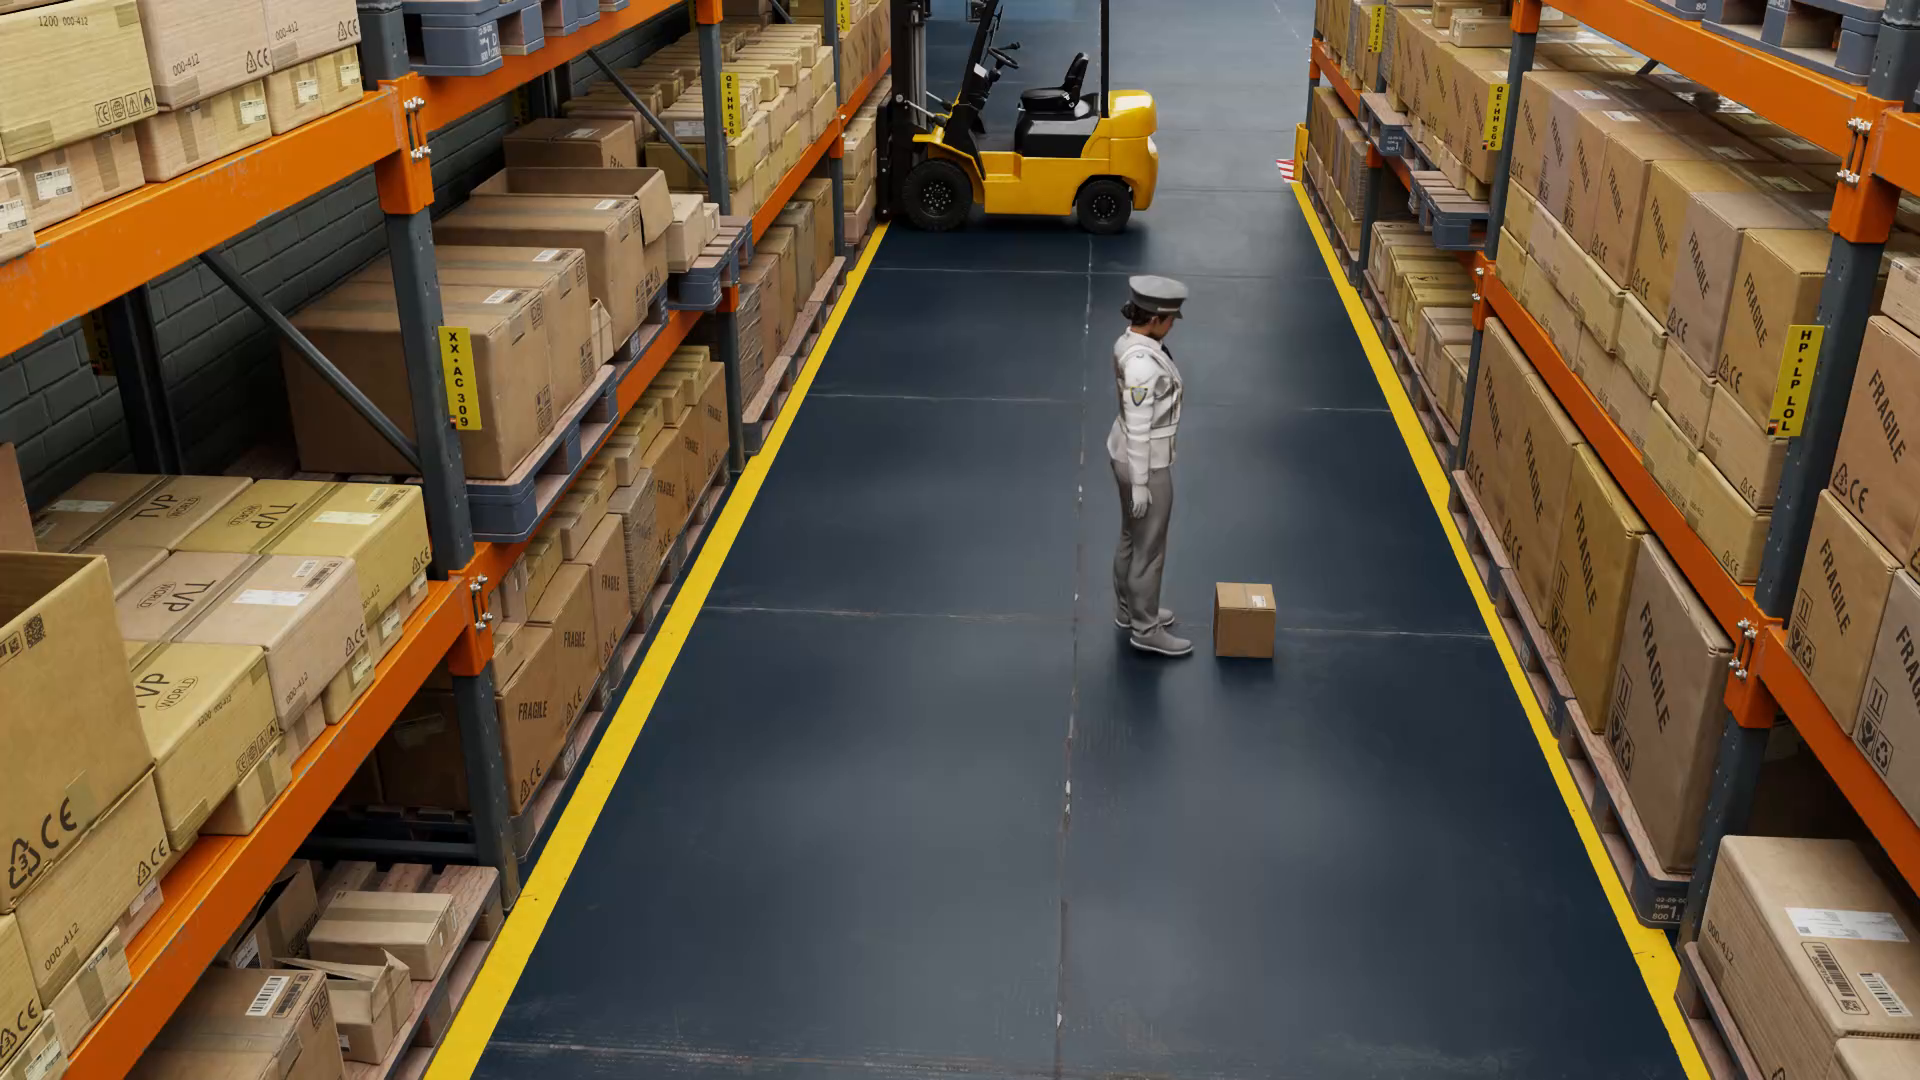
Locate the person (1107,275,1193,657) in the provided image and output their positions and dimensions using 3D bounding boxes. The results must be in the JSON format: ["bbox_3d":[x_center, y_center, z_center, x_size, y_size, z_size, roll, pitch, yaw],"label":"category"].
[{"bbox_3d":[0.842,-0.320,7.258,0.402,1.687,0.538,-1,25,-2],"label":"person"}]
